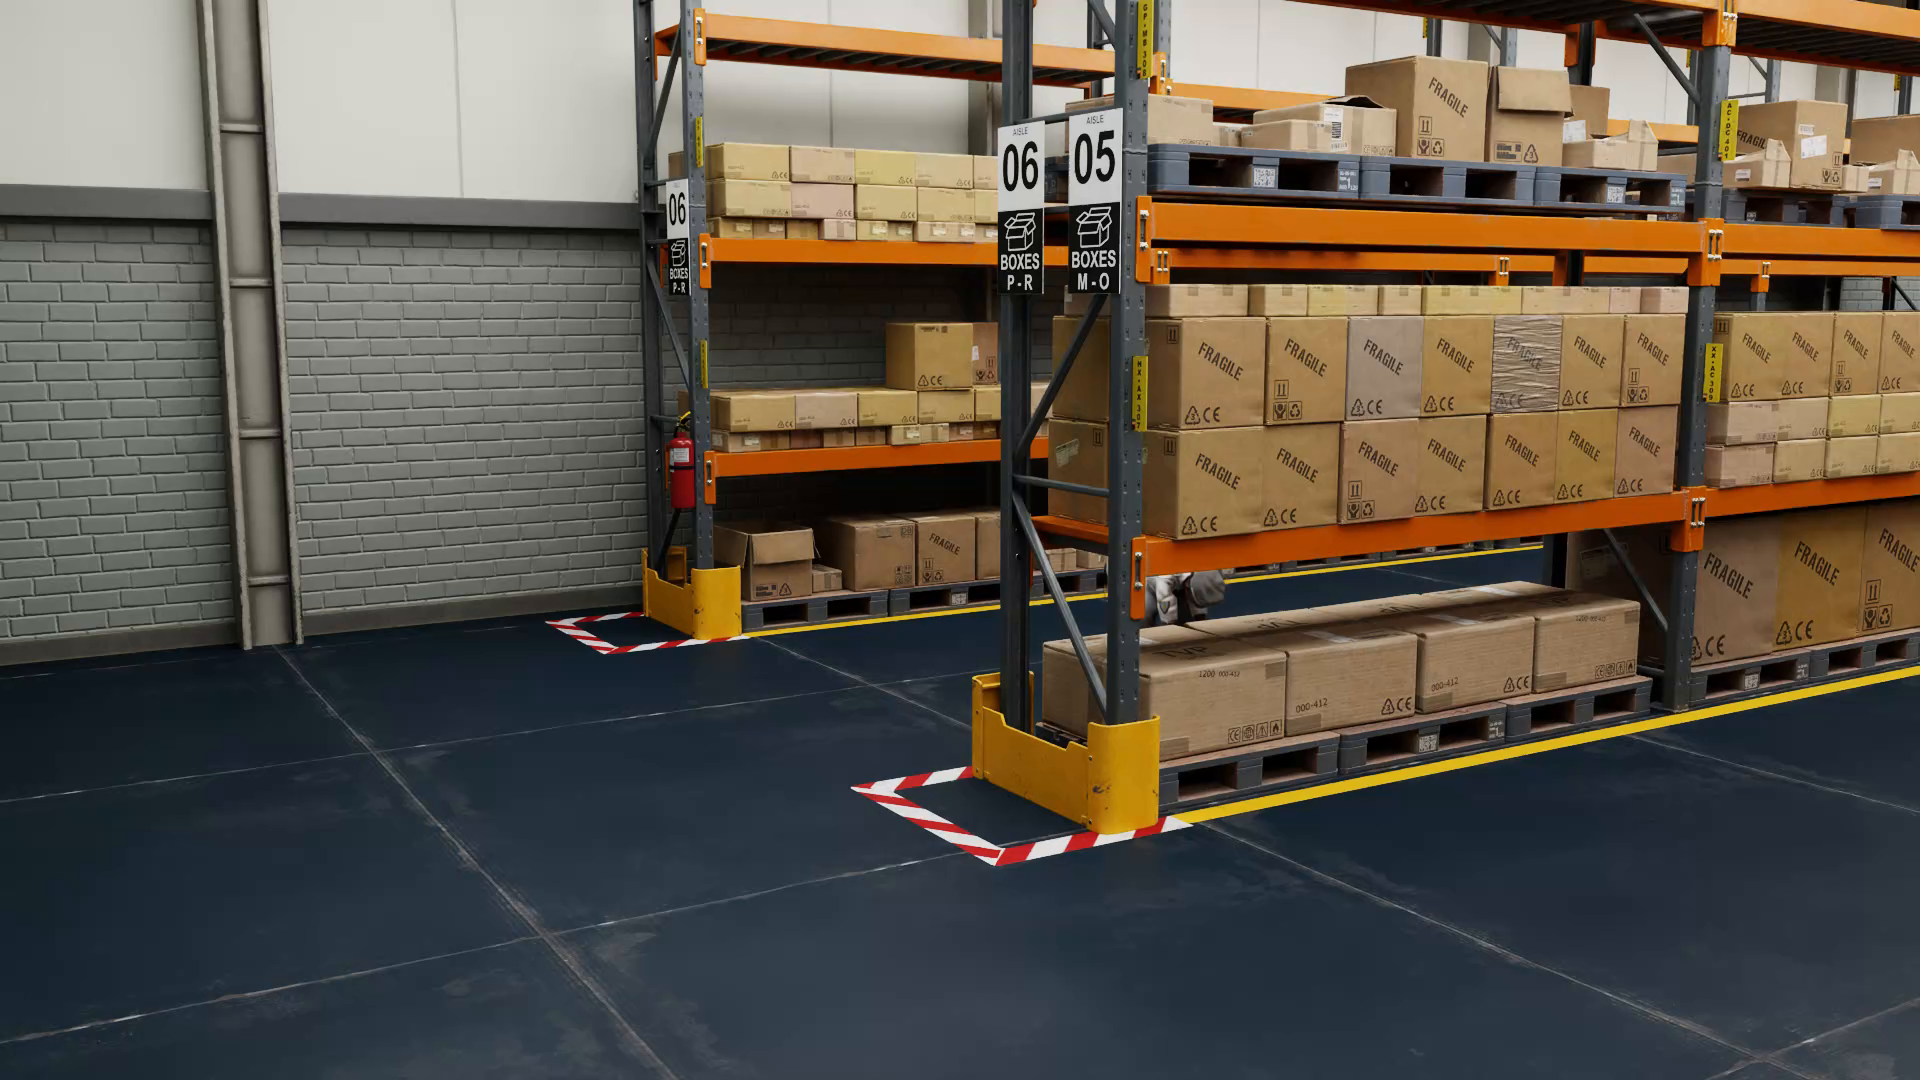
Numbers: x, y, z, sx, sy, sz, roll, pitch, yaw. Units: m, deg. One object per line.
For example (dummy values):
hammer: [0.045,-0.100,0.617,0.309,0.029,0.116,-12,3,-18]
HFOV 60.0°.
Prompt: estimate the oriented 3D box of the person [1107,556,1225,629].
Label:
person: [1.327,0.427,10.712,0.450,0.858,0.909,-5,10,-33]
